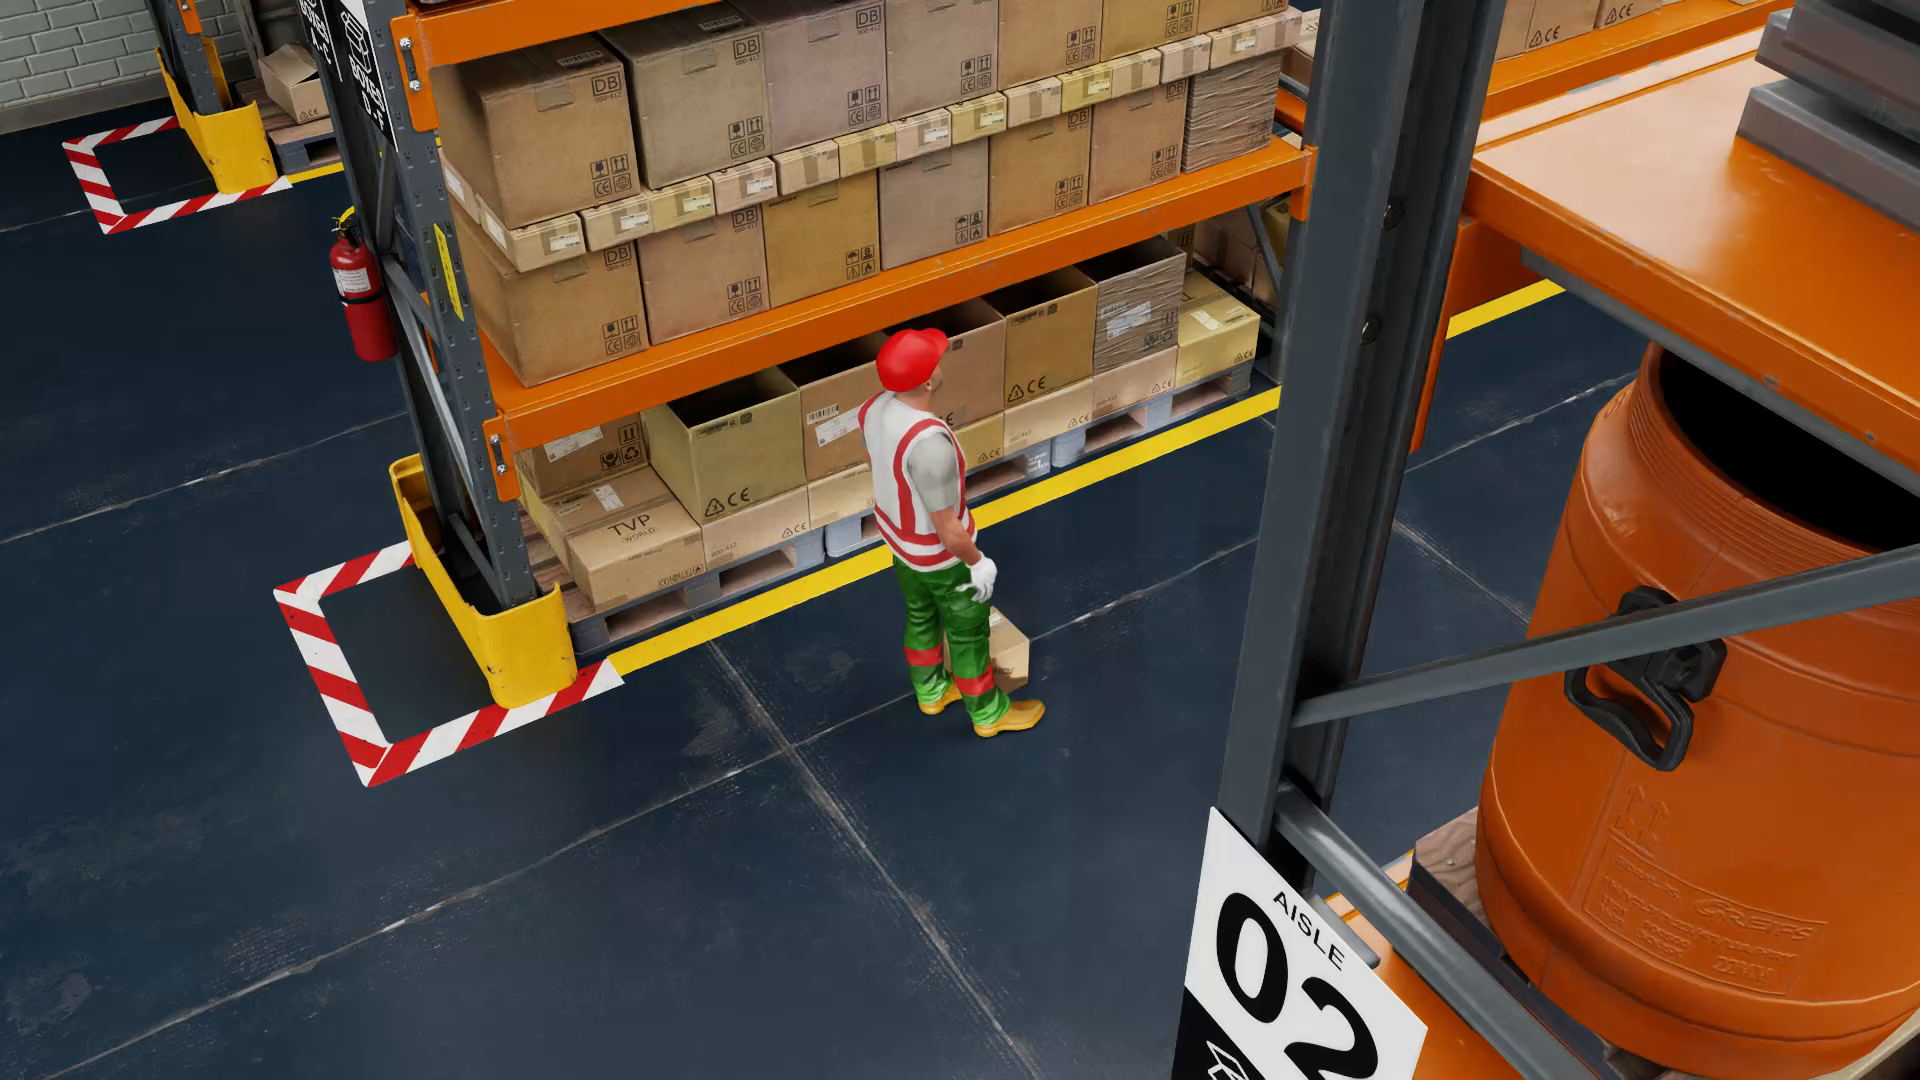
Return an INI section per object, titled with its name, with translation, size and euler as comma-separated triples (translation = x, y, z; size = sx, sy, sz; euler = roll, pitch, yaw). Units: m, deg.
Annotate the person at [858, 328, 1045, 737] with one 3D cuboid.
[person]
translation = -0.039, -0.031, 6.161
size = 0.565, 1.787, 0.638
euler = -22, 45, -24
